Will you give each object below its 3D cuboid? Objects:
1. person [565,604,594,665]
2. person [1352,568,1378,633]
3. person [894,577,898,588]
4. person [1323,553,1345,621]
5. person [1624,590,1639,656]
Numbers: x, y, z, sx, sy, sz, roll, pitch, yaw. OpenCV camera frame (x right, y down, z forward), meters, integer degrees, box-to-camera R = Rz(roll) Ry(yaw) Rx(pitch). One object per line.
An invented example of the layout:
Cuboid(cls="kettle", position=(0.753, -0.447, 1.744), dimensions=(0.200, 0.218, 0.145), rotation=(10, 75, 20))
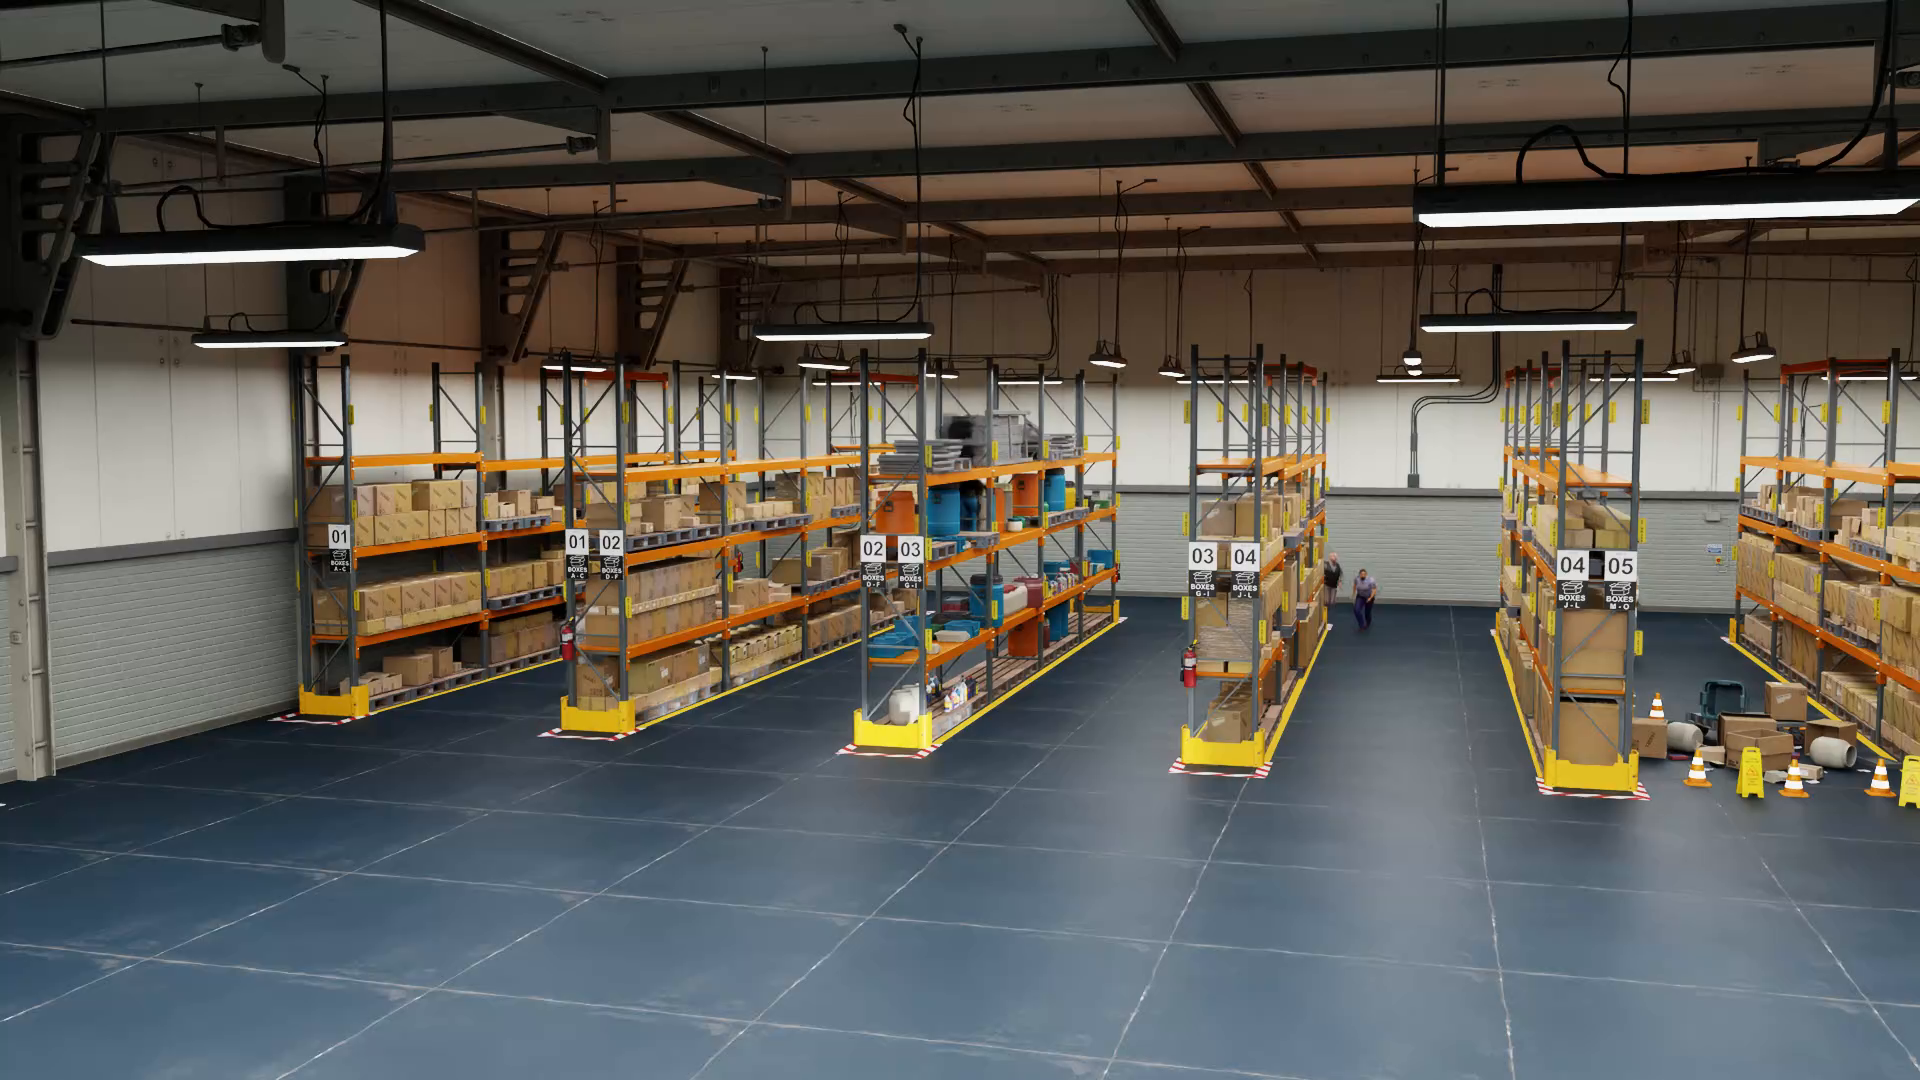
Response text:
Cuboid(cls="person", position=(-6.857, 1.959, 30.370), dimensions=(0.597, 1.635, 0.764), rotation=(-3, 5, -32))
Cuboid(cls="person", position=(9.406, 1.369, 38.482), dimensions=(0.598, 1.502, 0.992), rotation=(2, 5, 28))
Cuboid(cls="person", position=(-1.499, 0.931, 42.934), dimensions=(0.783, 1.828, 0.650), rotation=(3, 5, 33))
Cuboid(cls="person", position=(9.018, 1.142, 40.461), dimensions=(0.698, 1.679, 0.545), rotation=(-1, 4, -12))
Cuboid(cls="person", position=(13.787, 1.558, 34.568), dimensions=(0.699, 1.693, 0.951), rotation=(0, 4, 4))
